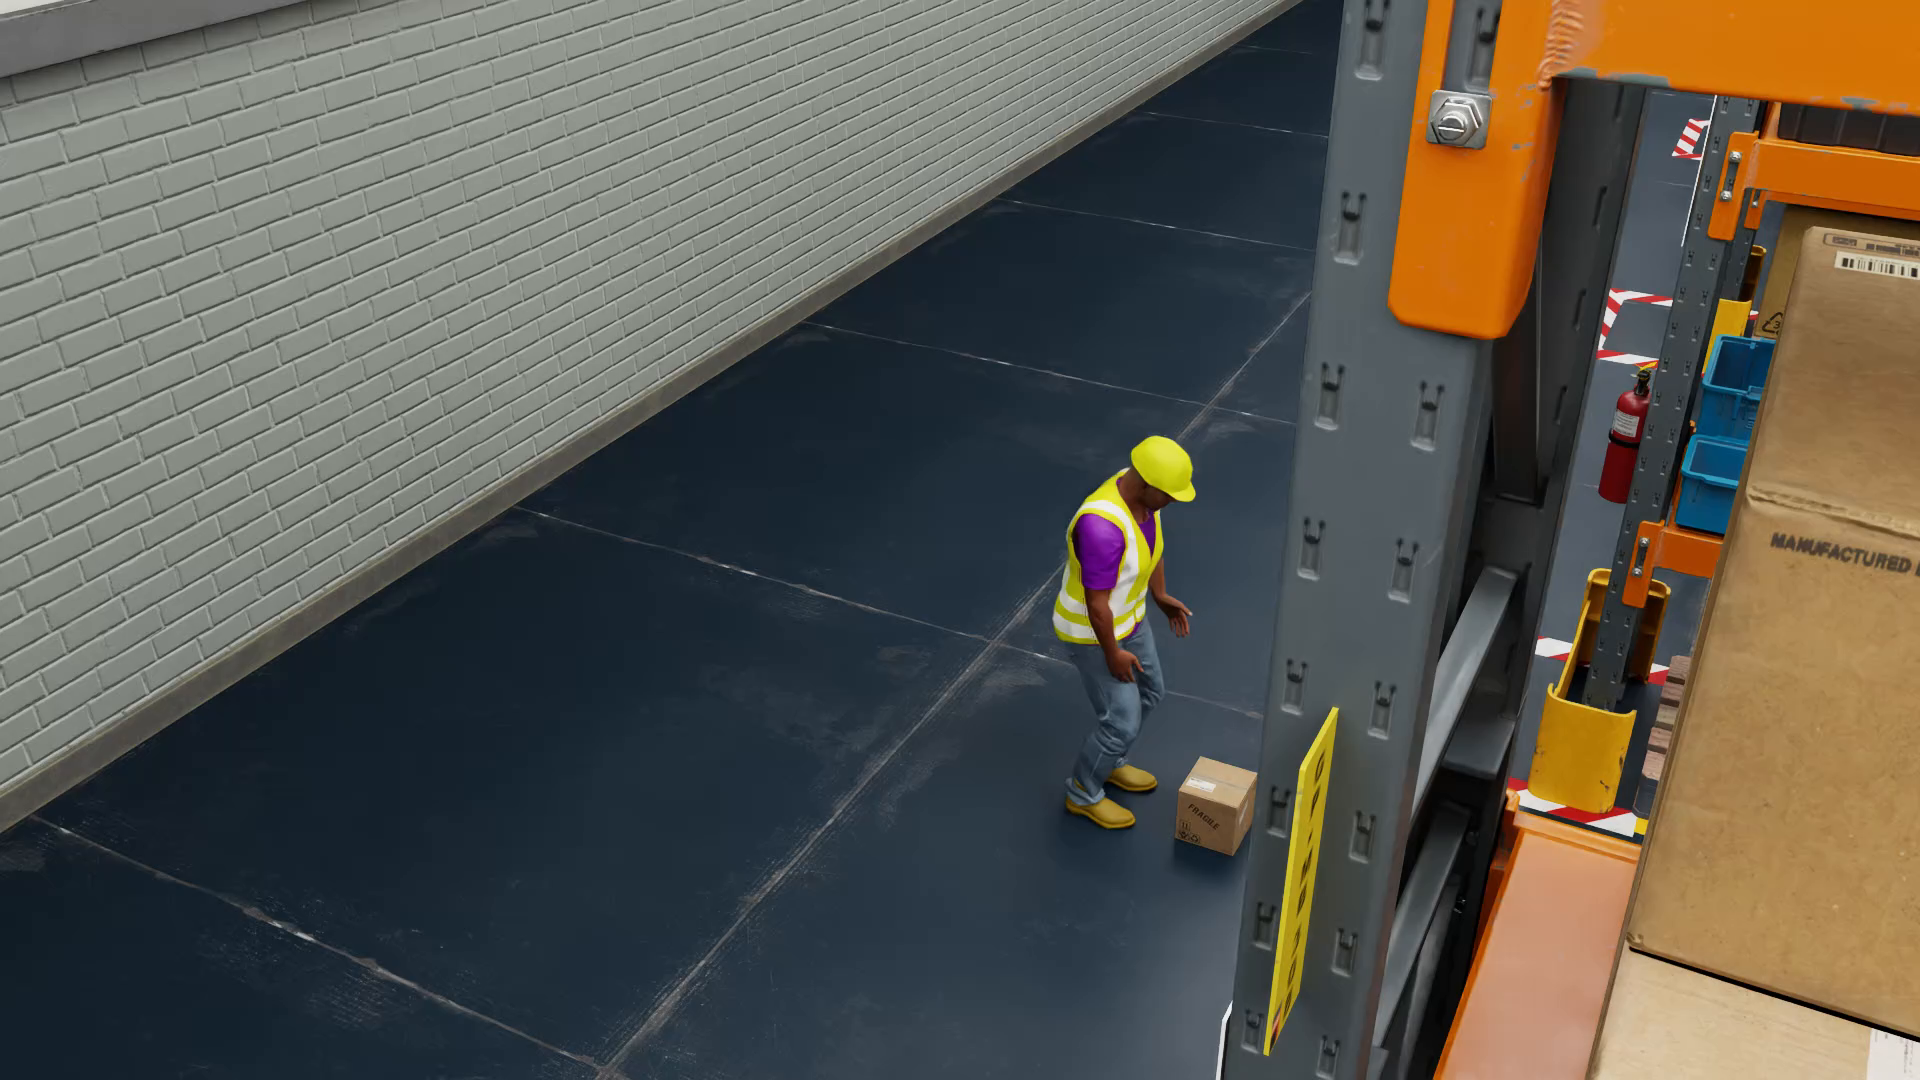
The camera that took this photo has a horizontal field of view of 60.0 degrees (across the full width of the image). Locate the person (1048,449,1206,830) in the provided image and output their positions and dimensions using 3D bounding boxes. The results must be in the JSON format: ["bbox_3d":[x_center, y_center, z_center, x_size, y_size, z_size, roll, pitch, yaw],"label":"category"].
[{"bbox_3d":[0.658,0.355,6.604,0.554,1.651,0.610,15,33,24],"label":"person"}]
